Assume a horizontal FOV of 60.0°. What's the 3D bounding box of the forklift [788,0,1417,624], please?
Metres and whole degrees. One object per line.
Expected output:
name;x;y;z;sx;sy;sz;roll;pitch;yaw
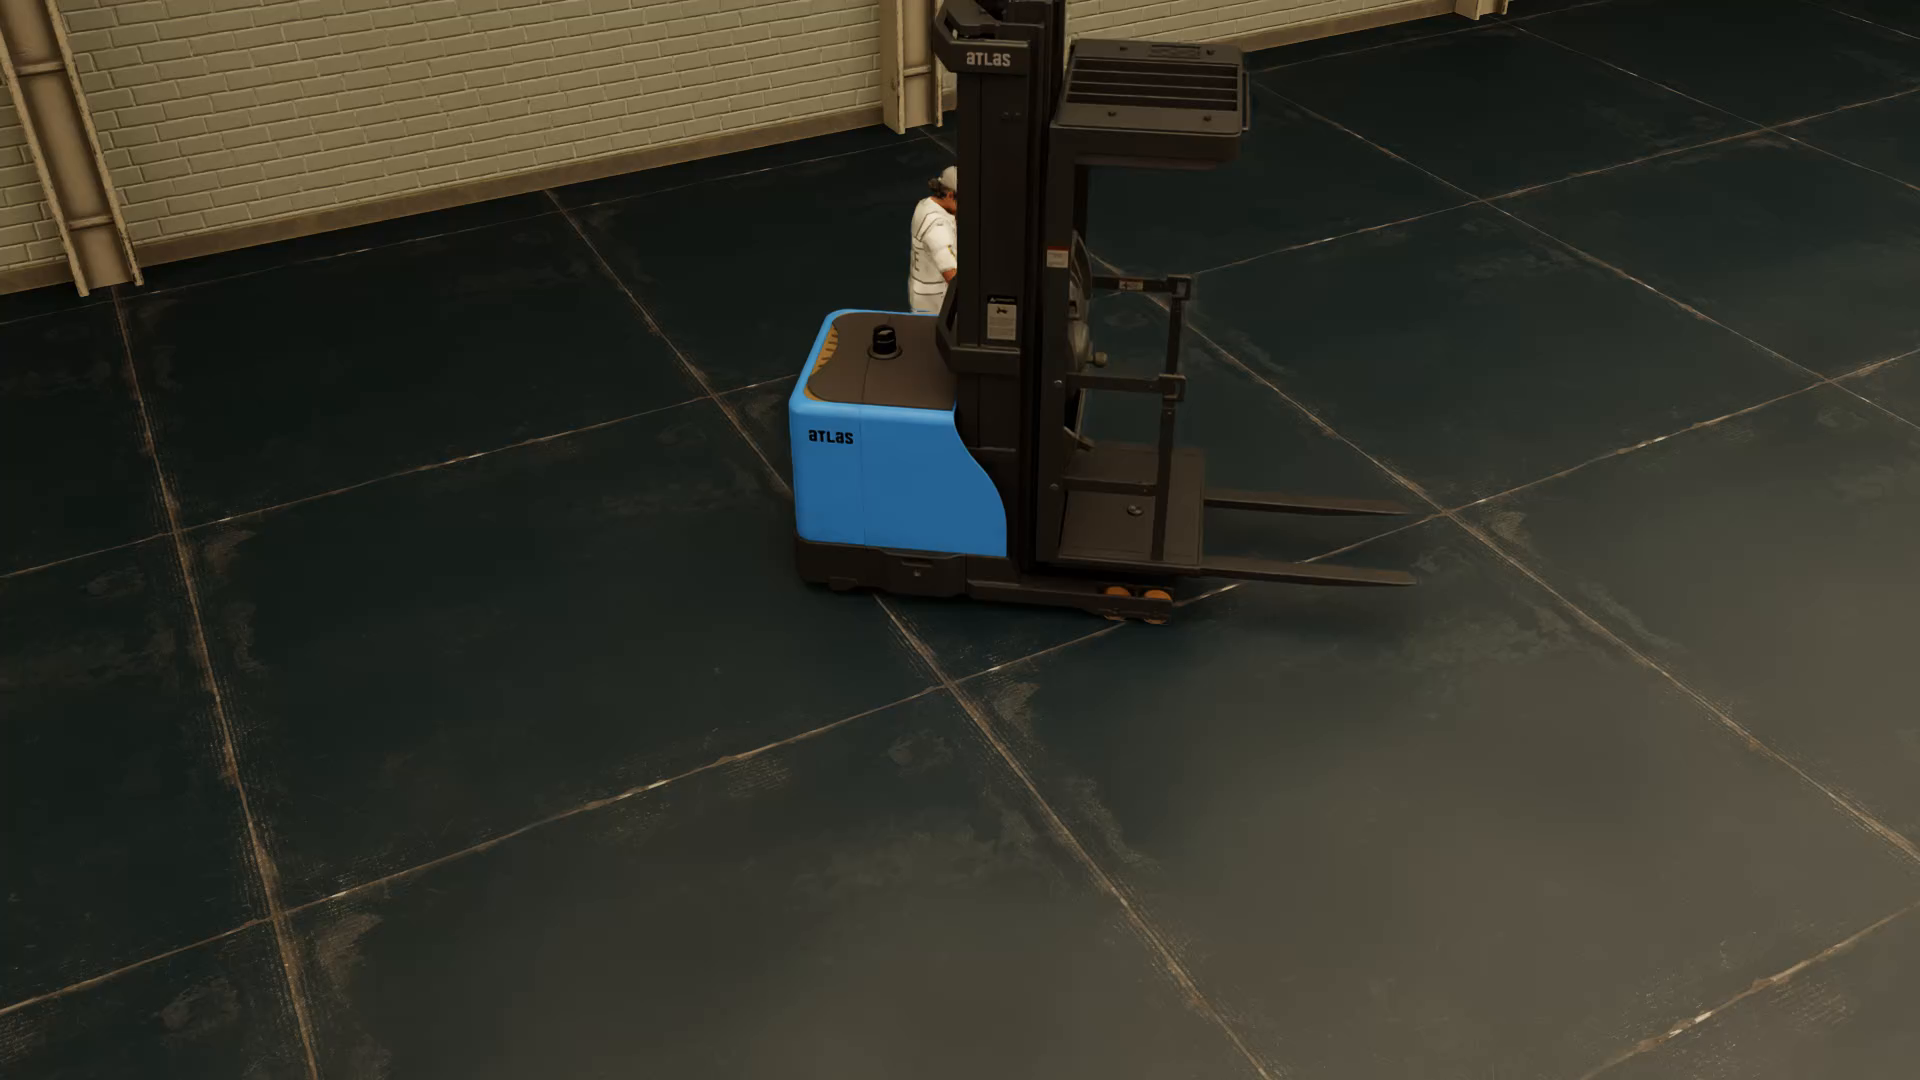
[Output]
forklift;0.742;-1.117;7.703;3.031;2.935;1.130;5;36;6

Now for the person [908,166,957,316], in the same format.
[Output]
person;0.015;-1.438;9.425;0.908;1.467;1.207;-5;36;-7
